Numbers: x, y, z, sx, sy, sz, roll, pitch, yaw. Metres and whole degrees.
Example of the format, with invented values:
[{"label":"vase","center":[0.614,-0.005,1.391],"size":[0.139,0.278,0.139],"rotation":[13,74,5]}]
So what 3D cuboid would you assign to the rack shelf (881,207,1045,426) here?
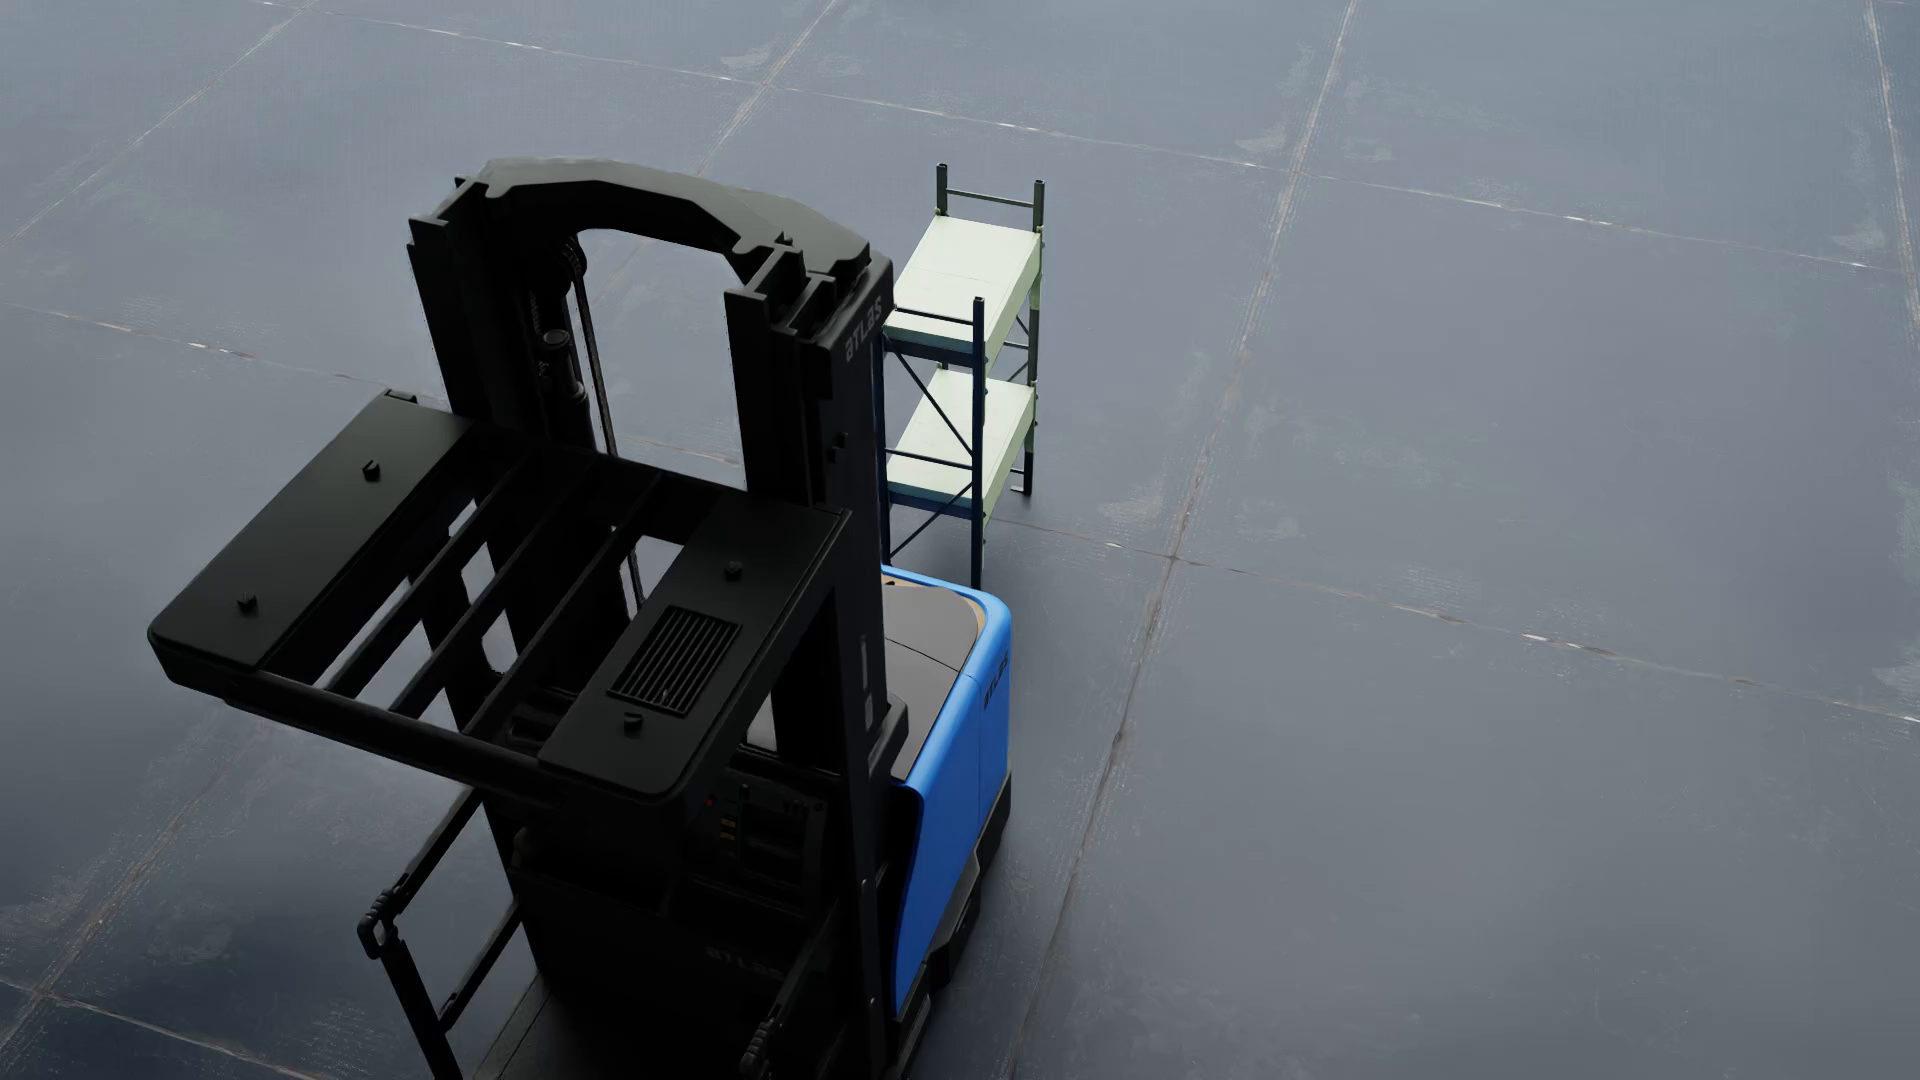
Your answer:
[{"label":"rack shelf","center":[-0.002,-0.811,5.948],"size":[0.431,0.370,0.720],"rotation":[13,46,12]}]

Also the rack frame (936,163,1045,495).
[{"label":"rack frame","center":[0.109,-0.776,6.470],"size":[0.400,1.500,0.023],"rotation":[13,46,12]}]

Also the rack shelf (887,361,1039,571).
[{"label":"rack shelf","center":[-0.002,-0.299,6.449],"size":[0.431,0.370,0.720],"rotation":[13,46,12]}]

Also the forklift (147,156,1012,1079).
[{"label":"forklift","center":[-0.824,0.743,3.895],"size":[1.130,2.935,3.031],"rotation":[15,46,15]}]

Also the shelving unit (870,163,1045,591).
[{"label":"shelving unit","center":[-0.002,-0.532,6.221],"size":[0.431,1.500,0.755],"rotation":[13,46,12]}]

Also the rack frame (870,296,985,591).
[{"label":"rack frame","center":[-0.113,-0.288,5.972],"size":[0.400,1.500,0.023],"rotation":[13,46,12]}]
